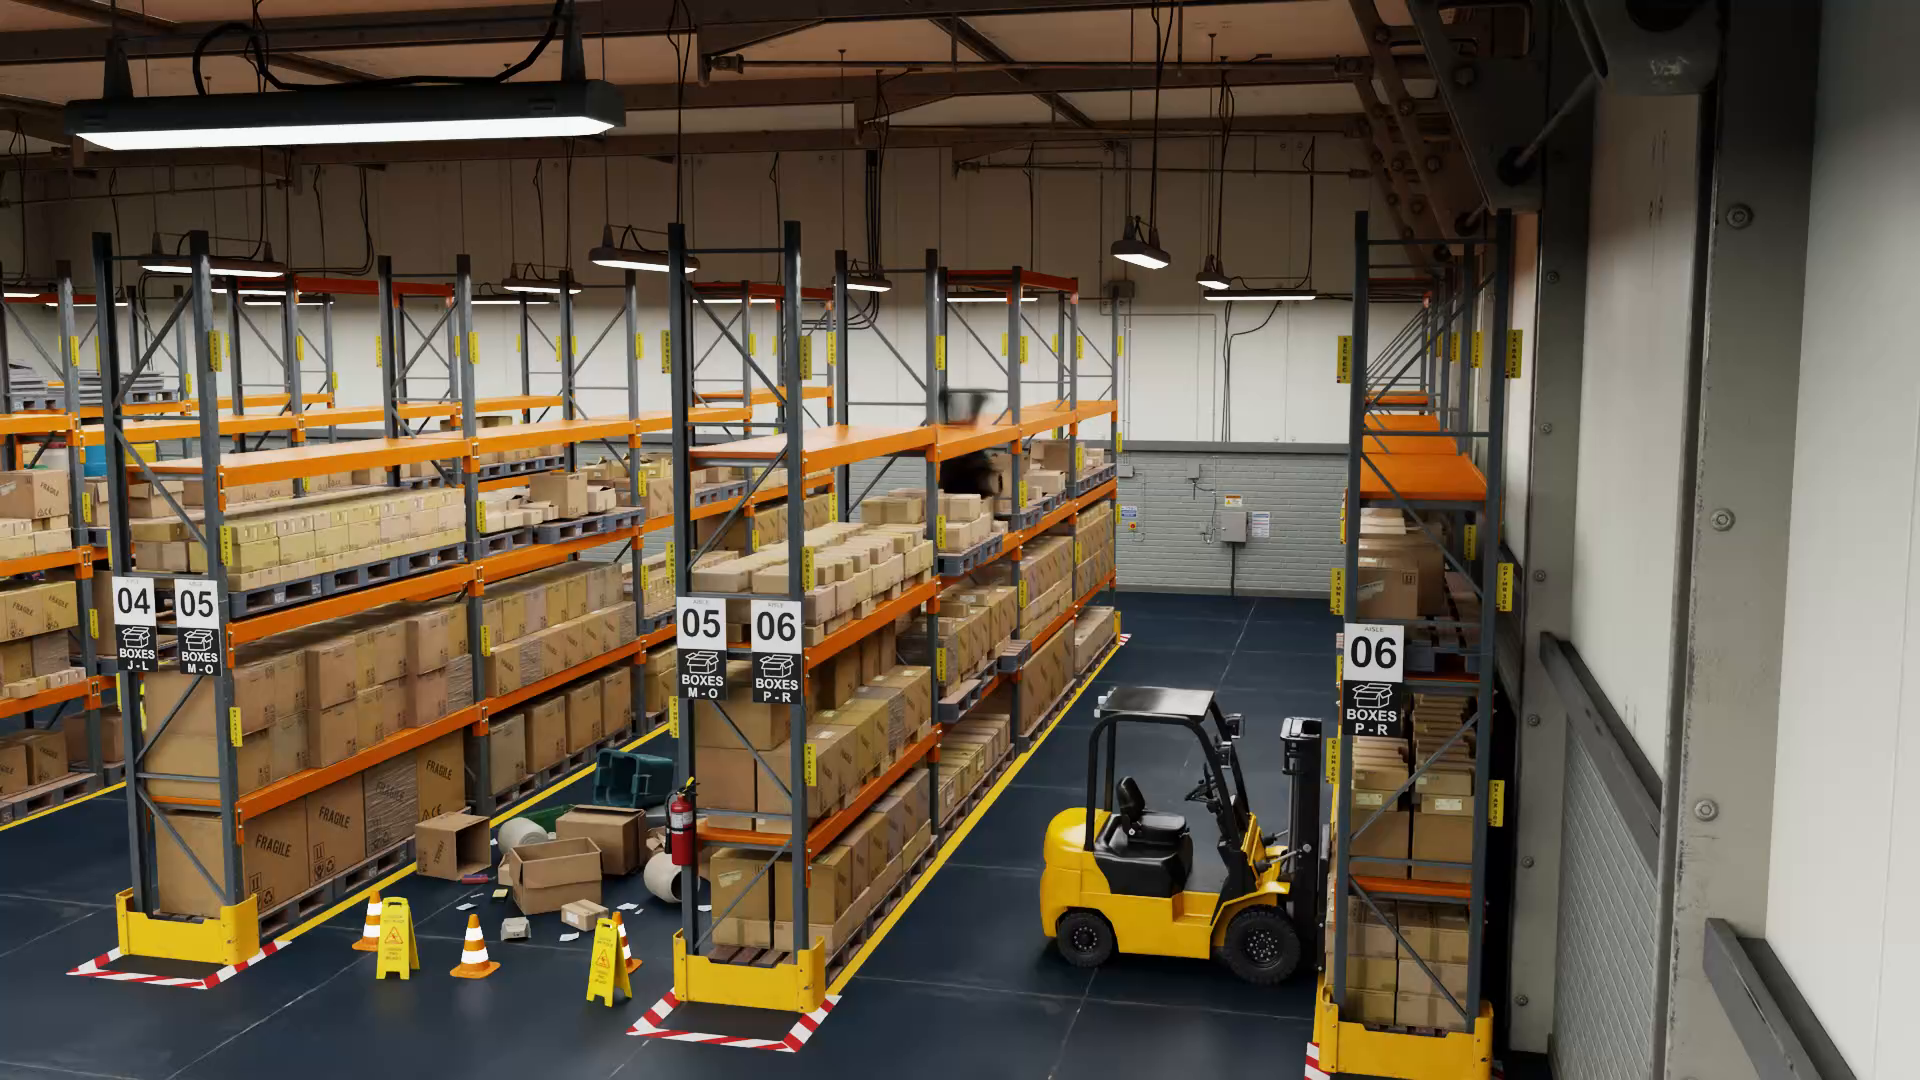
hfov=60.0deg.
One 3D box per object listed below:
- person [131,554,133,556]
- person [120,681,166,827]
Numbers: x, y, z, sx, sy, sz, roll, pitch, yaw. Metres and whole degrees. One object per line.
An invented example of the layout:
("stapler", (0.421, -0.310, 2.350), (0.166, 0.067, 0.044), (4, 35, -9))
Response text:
("person", (-17.257, 0.210, 34.298), (0.776, 1.606, 0.568), (2, 7, 18))
("person", (-8.269, 2.258, 17.246), (0.698, 1.719, 0.848), (-5, 9, -38))
